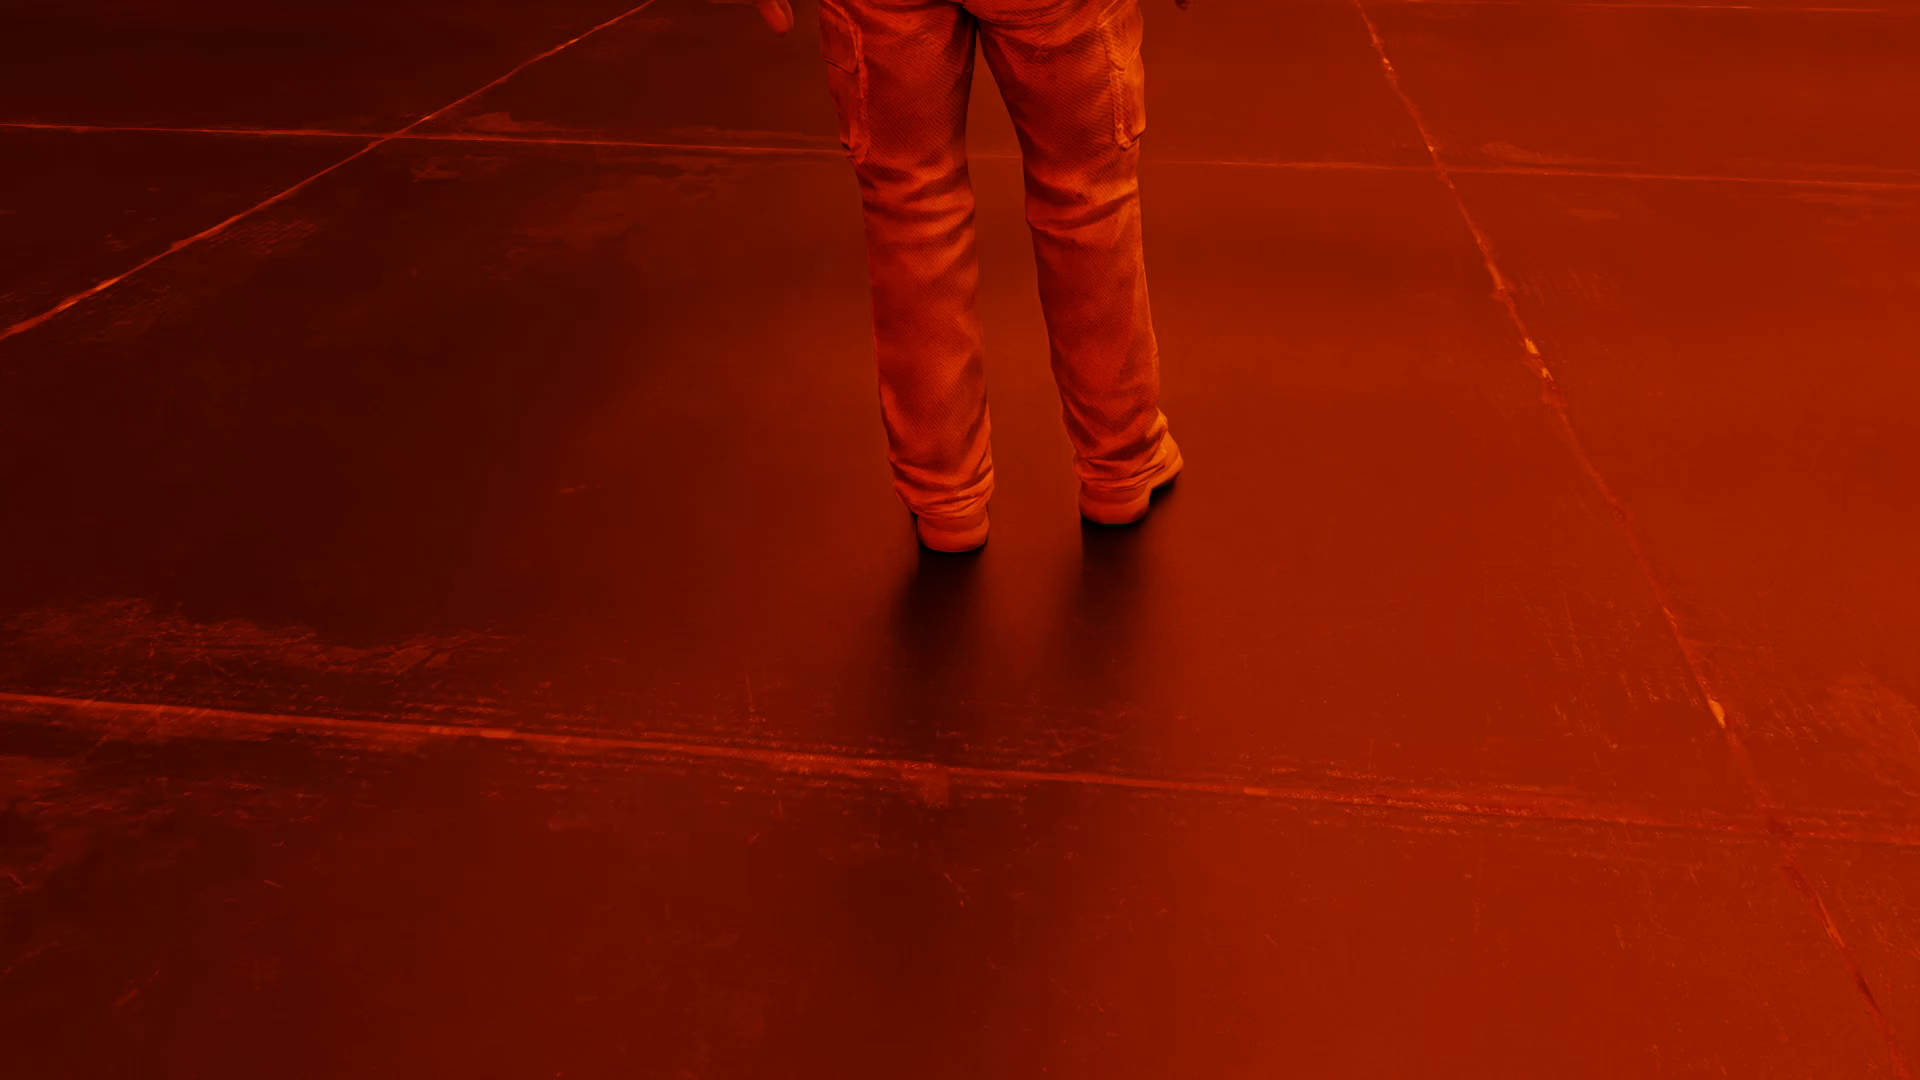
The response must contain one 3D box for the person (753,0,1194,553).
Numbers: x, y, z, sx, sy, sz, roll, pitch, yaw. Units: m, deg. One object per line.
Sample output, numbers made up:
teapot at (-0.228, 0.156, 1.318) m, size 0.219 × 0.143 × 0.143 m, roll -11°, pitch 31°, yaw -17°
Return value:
person at (0.018, -0.834, 2.164) m, size 0.657 × 1.779 × 0.574 m, roll 3°, pitch 27°, yaw 7°
